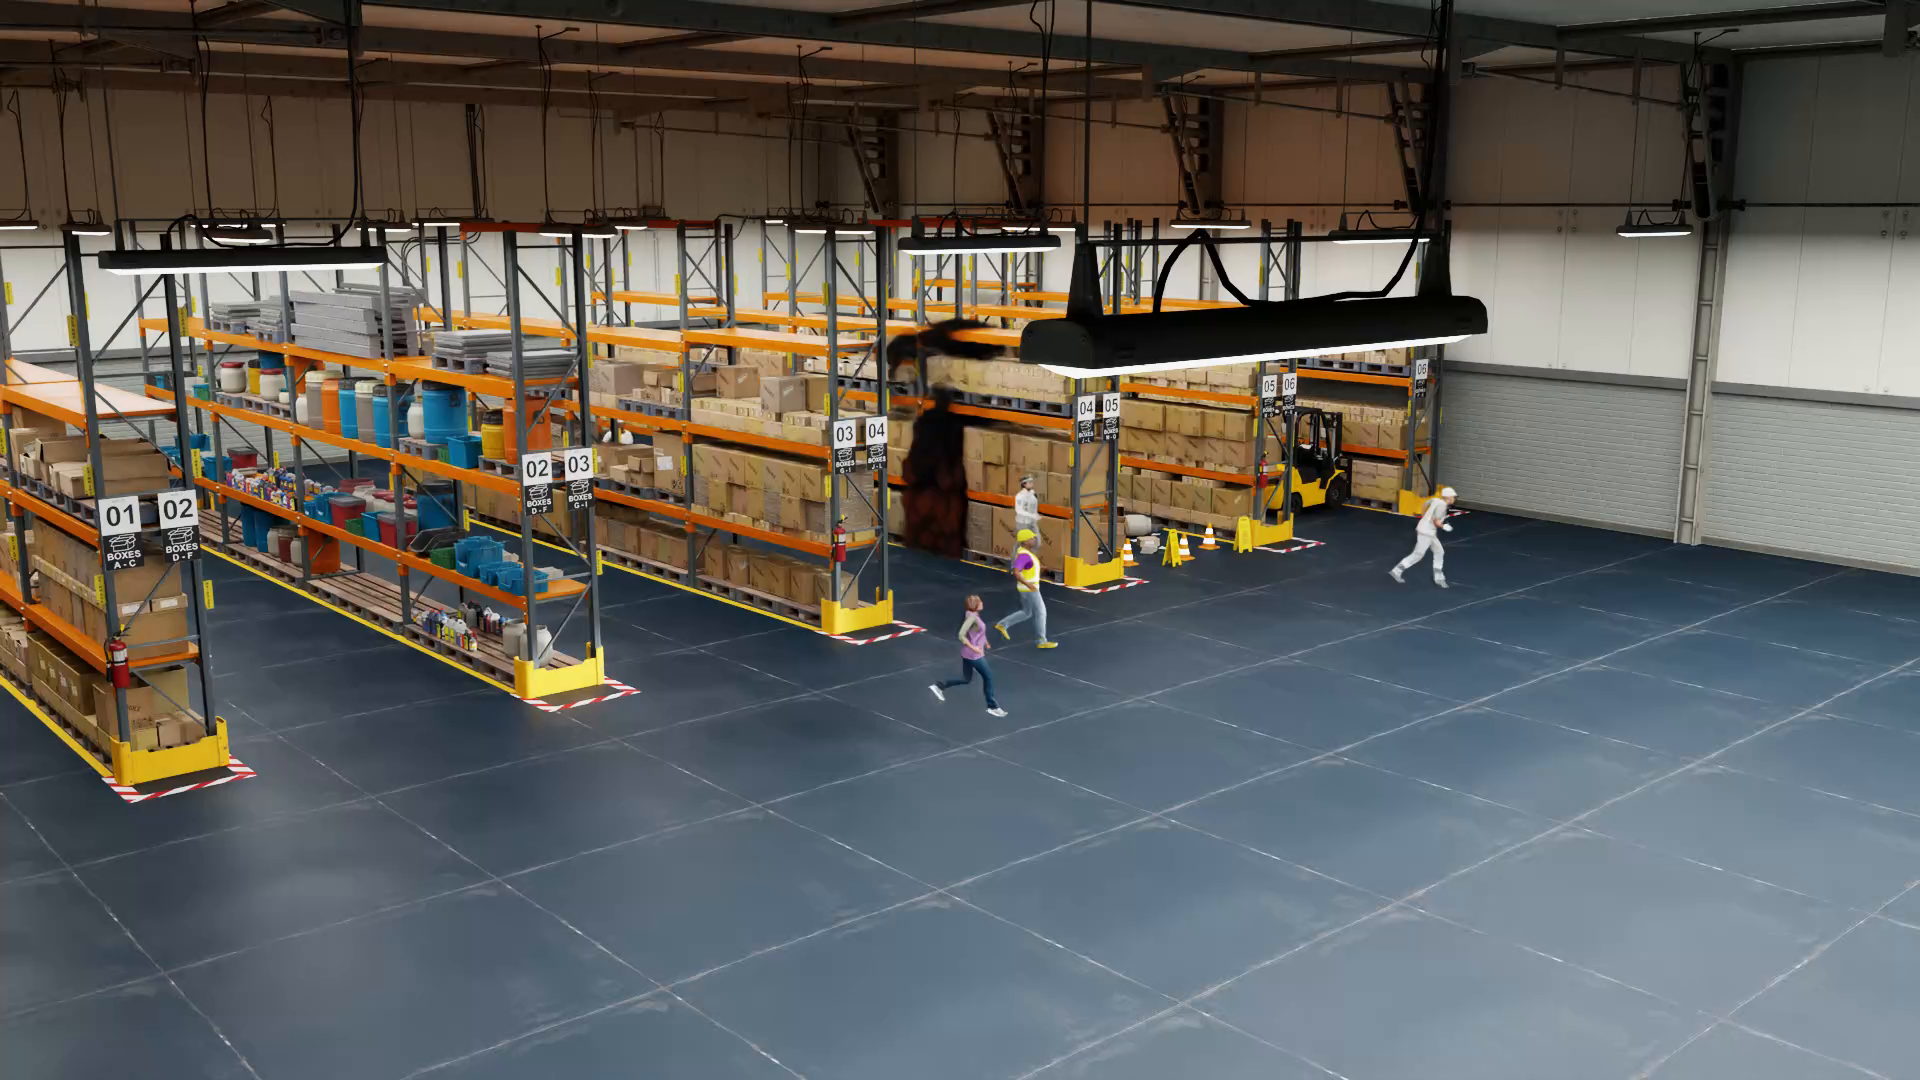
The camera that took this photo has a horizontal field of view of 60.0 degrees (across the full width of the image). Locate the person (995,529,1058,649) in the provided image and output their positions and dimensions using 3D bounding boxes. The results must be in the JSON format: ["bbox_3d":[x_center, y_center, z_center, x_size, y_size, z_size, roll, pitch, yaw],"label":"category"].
[{"bbox_3d":[0.963,0.705,23.950,0.914,1.746,0.714,0,11,-2],"label":"person"}]

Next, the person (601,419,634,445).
[{"bbox_3d":[-7.400,-1.794,36.315,0.674,1.747,0.681,-9,14,-36],"label":"person"}]

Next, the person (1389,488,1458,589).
[{"bbox_3d":[7.752,-0.029,27.828,1.060,1.731,0.703,1,11,4],"label":"person"}]

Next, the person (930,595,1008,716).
[{"bbox_3d":[0.116,1.455,20.776,0.986,1.587,0.511,-2,12,-11],"label":"person"}]

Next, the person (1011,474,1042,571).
[{"bbox_3d":[1.147,-0.247,27.470,0.627,1.731,0.647,10,15,40],"label":"person"}]
